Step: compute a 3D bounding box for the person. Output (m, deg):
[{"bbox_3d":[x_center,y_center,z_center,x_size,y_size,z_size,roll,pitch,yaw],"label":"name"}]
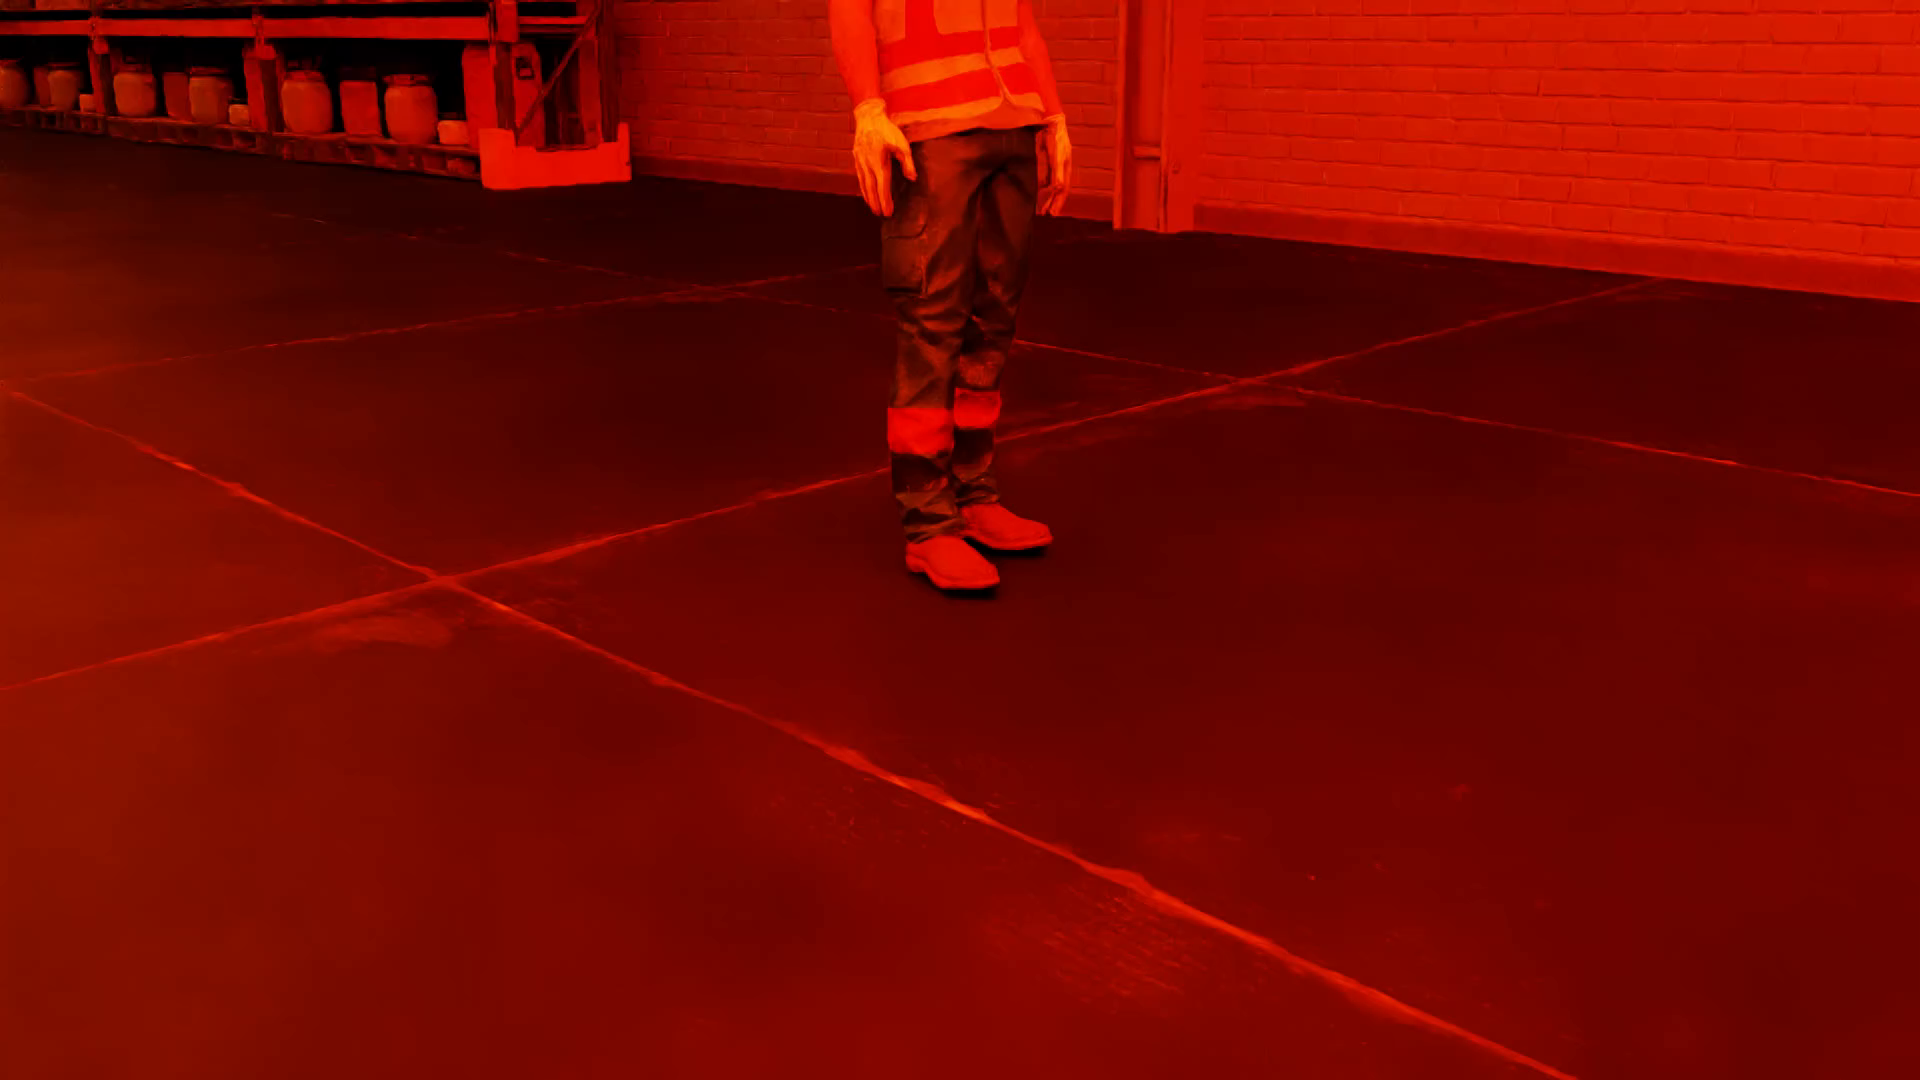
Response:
[{"bbox_3d":[0.050,-0.843,3.568,0.563,1.787,0.637,16,23,42],"label":"person"}]
